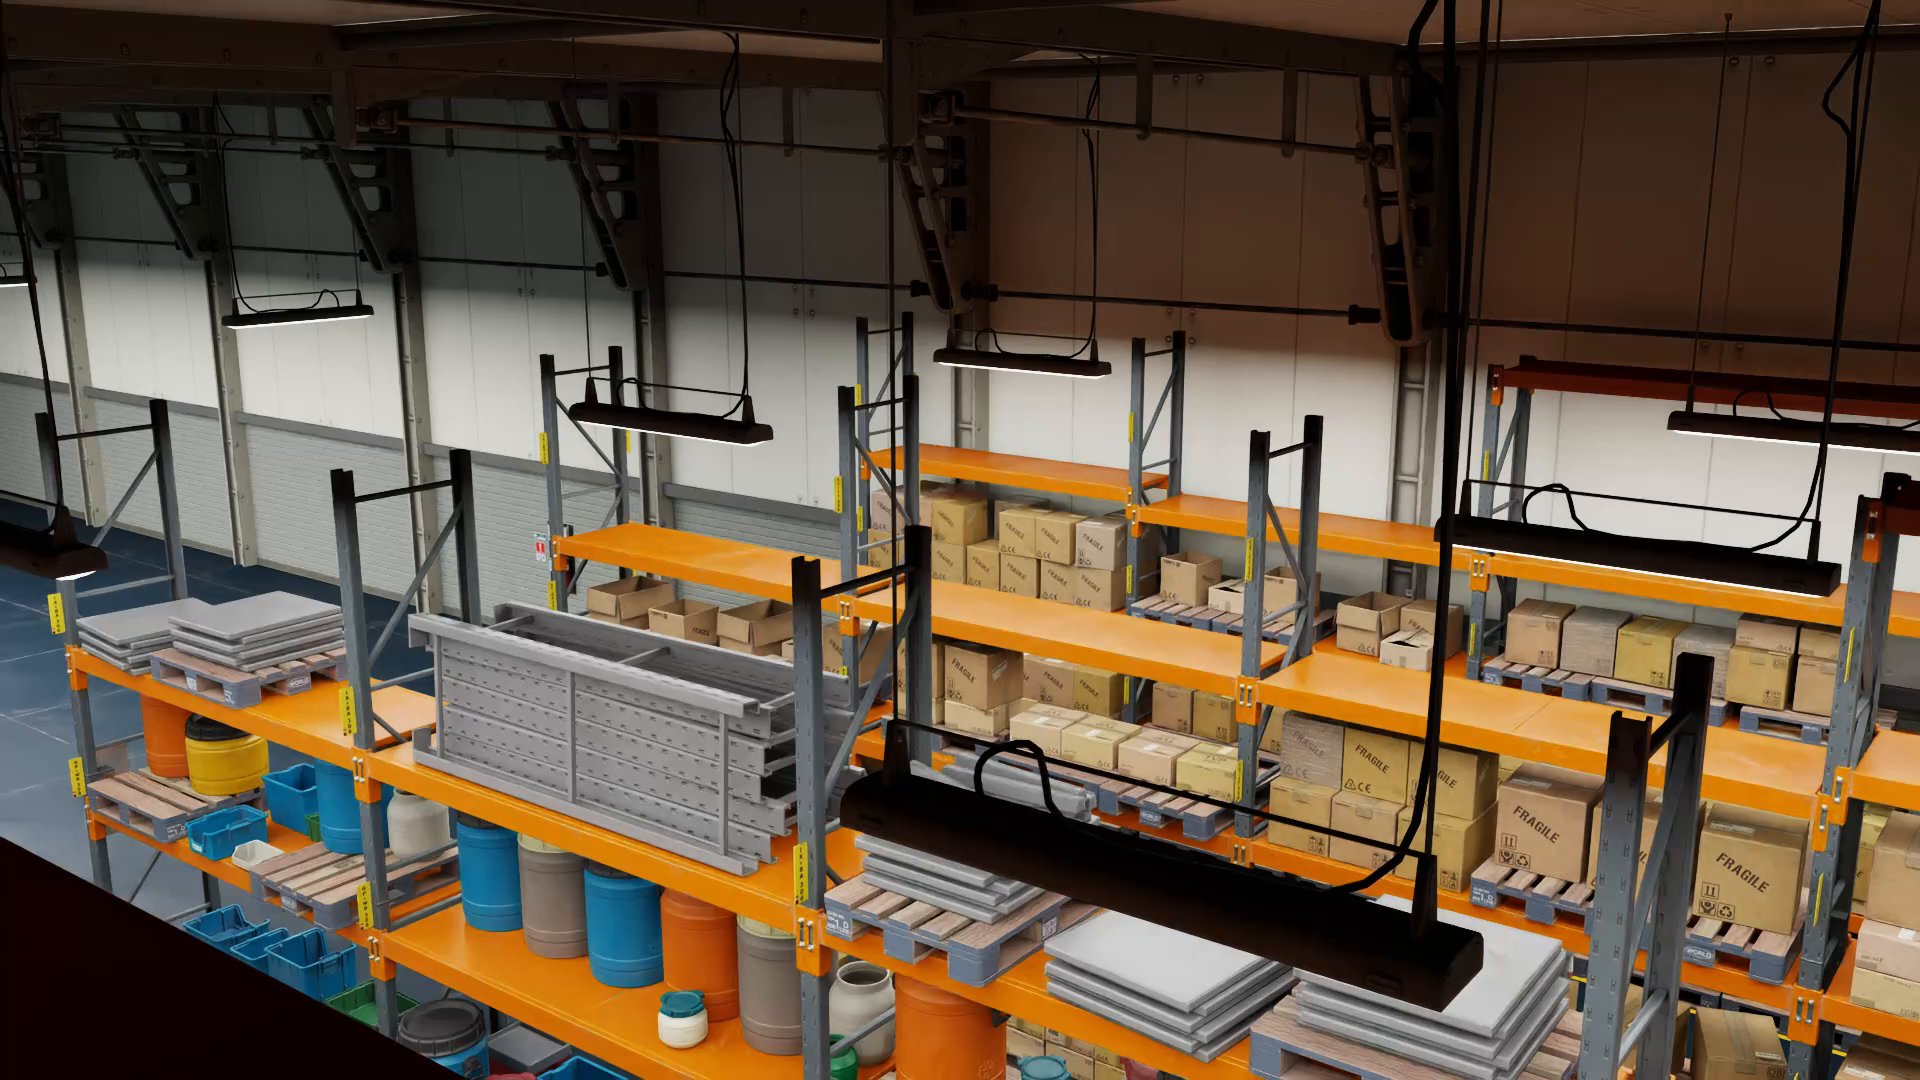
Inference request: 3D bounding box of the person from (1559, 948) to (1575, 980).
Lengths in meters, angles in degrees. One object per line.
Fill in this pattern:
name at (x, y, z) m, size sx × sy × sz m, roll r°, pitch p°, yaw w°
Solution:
person at (5.218, 3.946, 14.772) m, size 0.457 × 1.628 × 0.384 m, roll -4°, pitch 14°, yaw -16°
